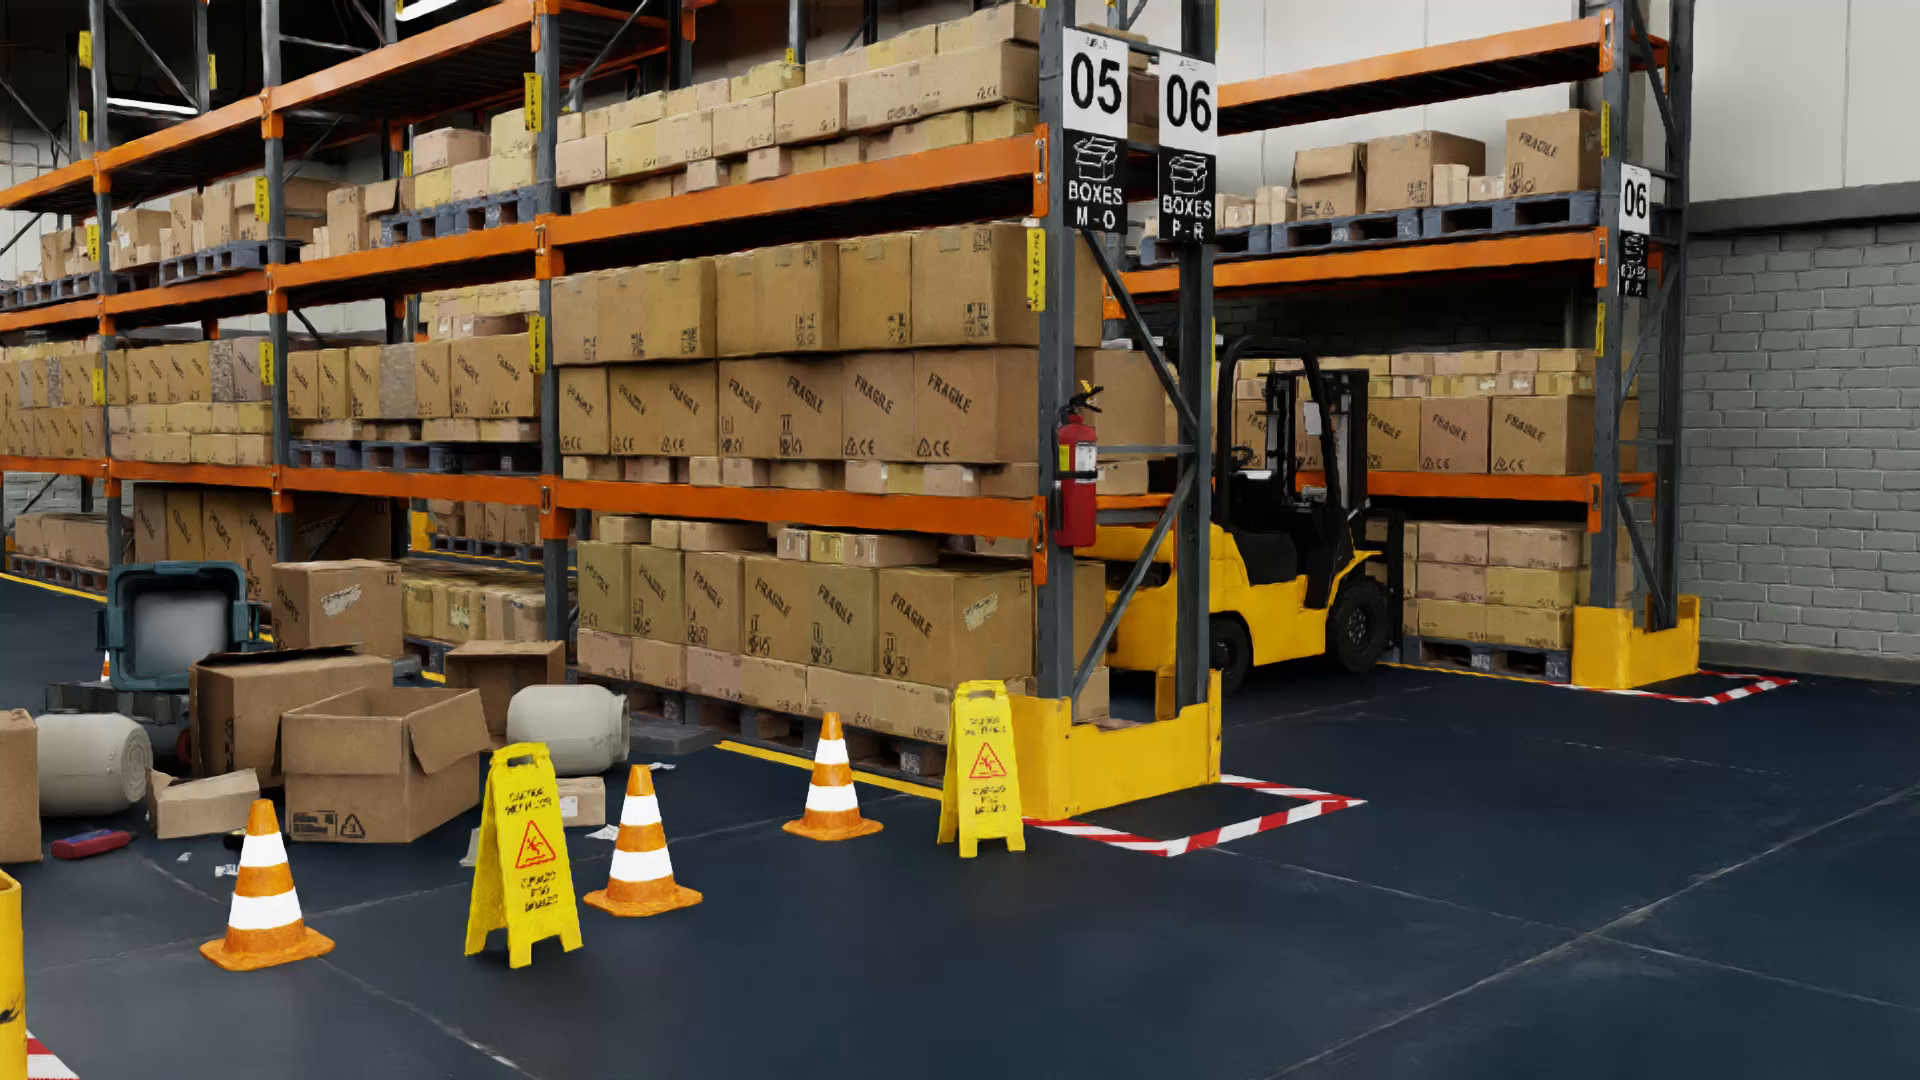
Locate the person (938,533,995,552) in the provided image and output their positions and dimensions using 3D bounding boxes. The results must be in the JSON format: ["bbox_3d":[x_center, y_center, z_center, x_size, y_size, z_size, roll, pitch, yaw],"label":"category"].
[{"bbox_3d":[-0.091,-0.009,11.446,0.745,1.671,0.672,2,4,23],"label":"person"}]
